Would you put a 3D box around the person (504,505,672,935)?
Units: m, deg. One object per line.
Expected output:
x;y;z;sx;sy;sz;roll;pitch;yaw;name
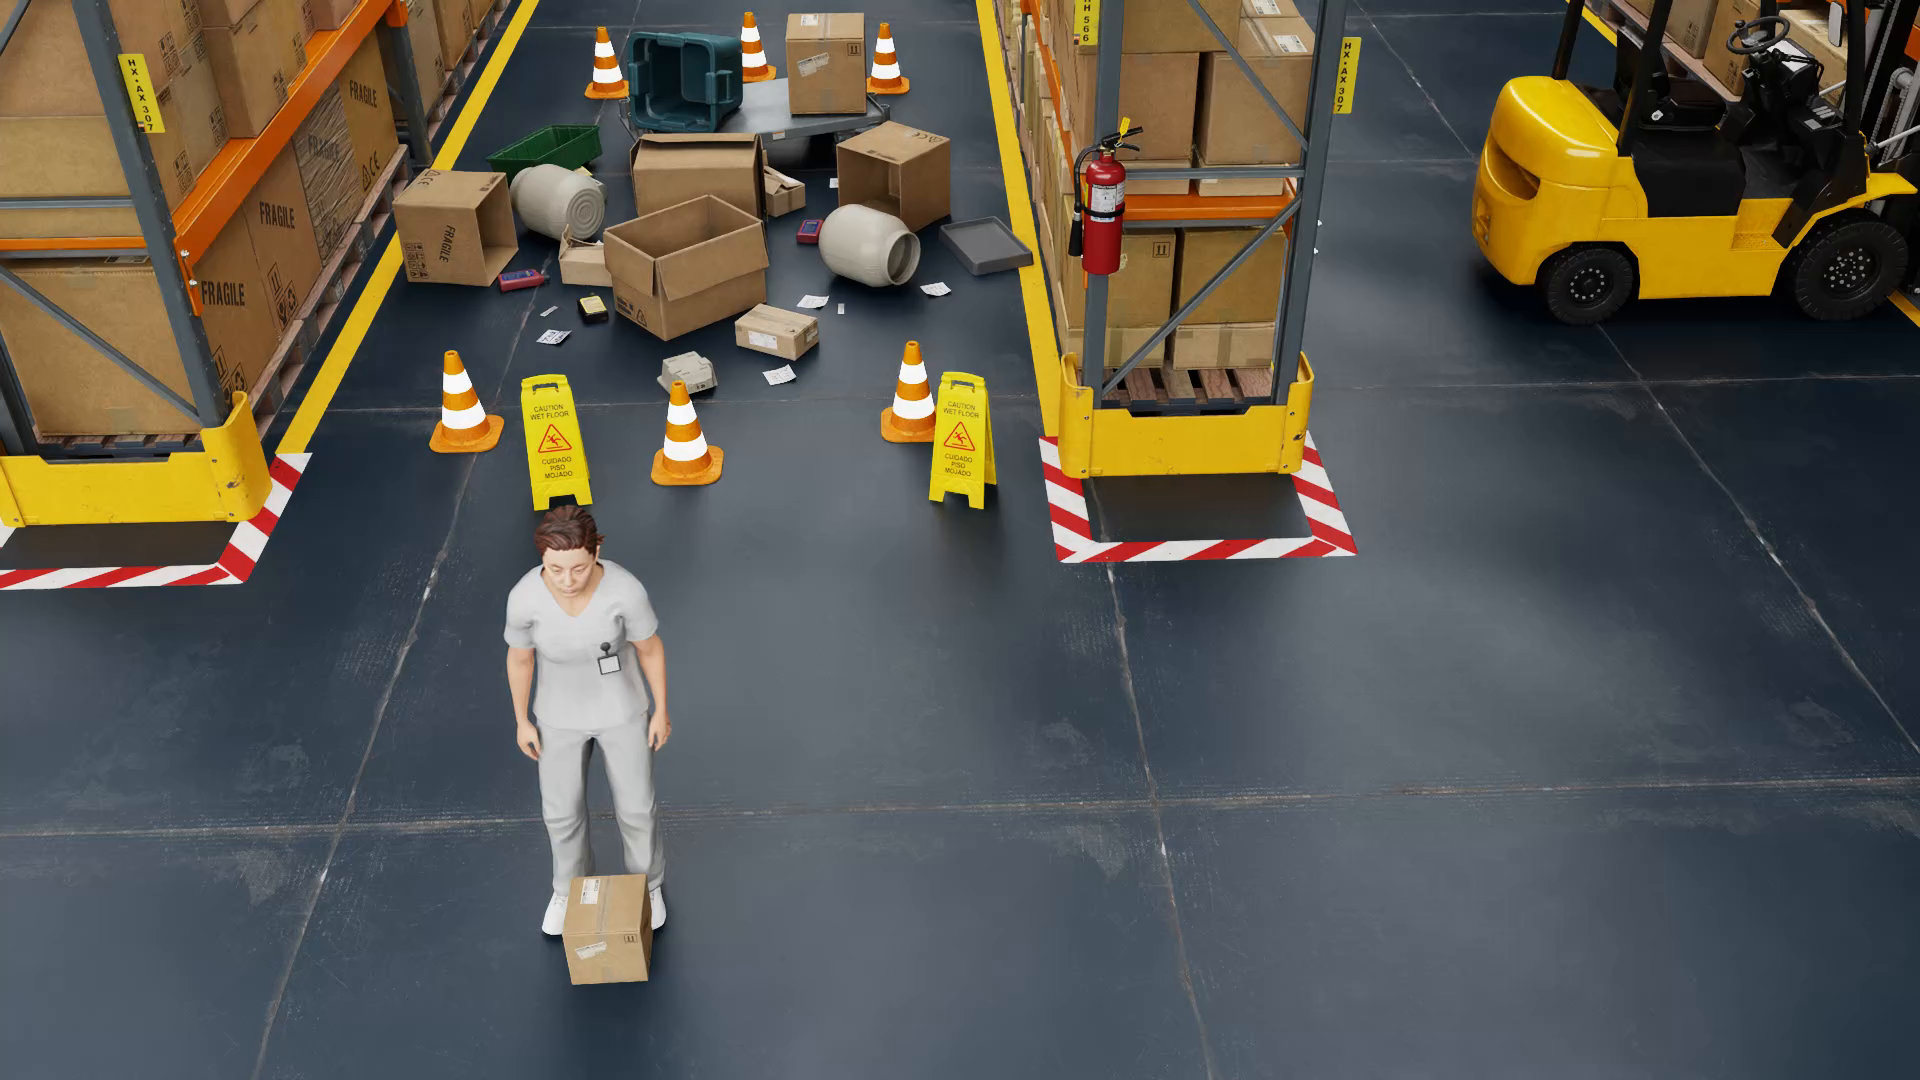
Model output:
-1.185;0.575;5.337;0.514;1.672;0.361;-3;36;-5;person
